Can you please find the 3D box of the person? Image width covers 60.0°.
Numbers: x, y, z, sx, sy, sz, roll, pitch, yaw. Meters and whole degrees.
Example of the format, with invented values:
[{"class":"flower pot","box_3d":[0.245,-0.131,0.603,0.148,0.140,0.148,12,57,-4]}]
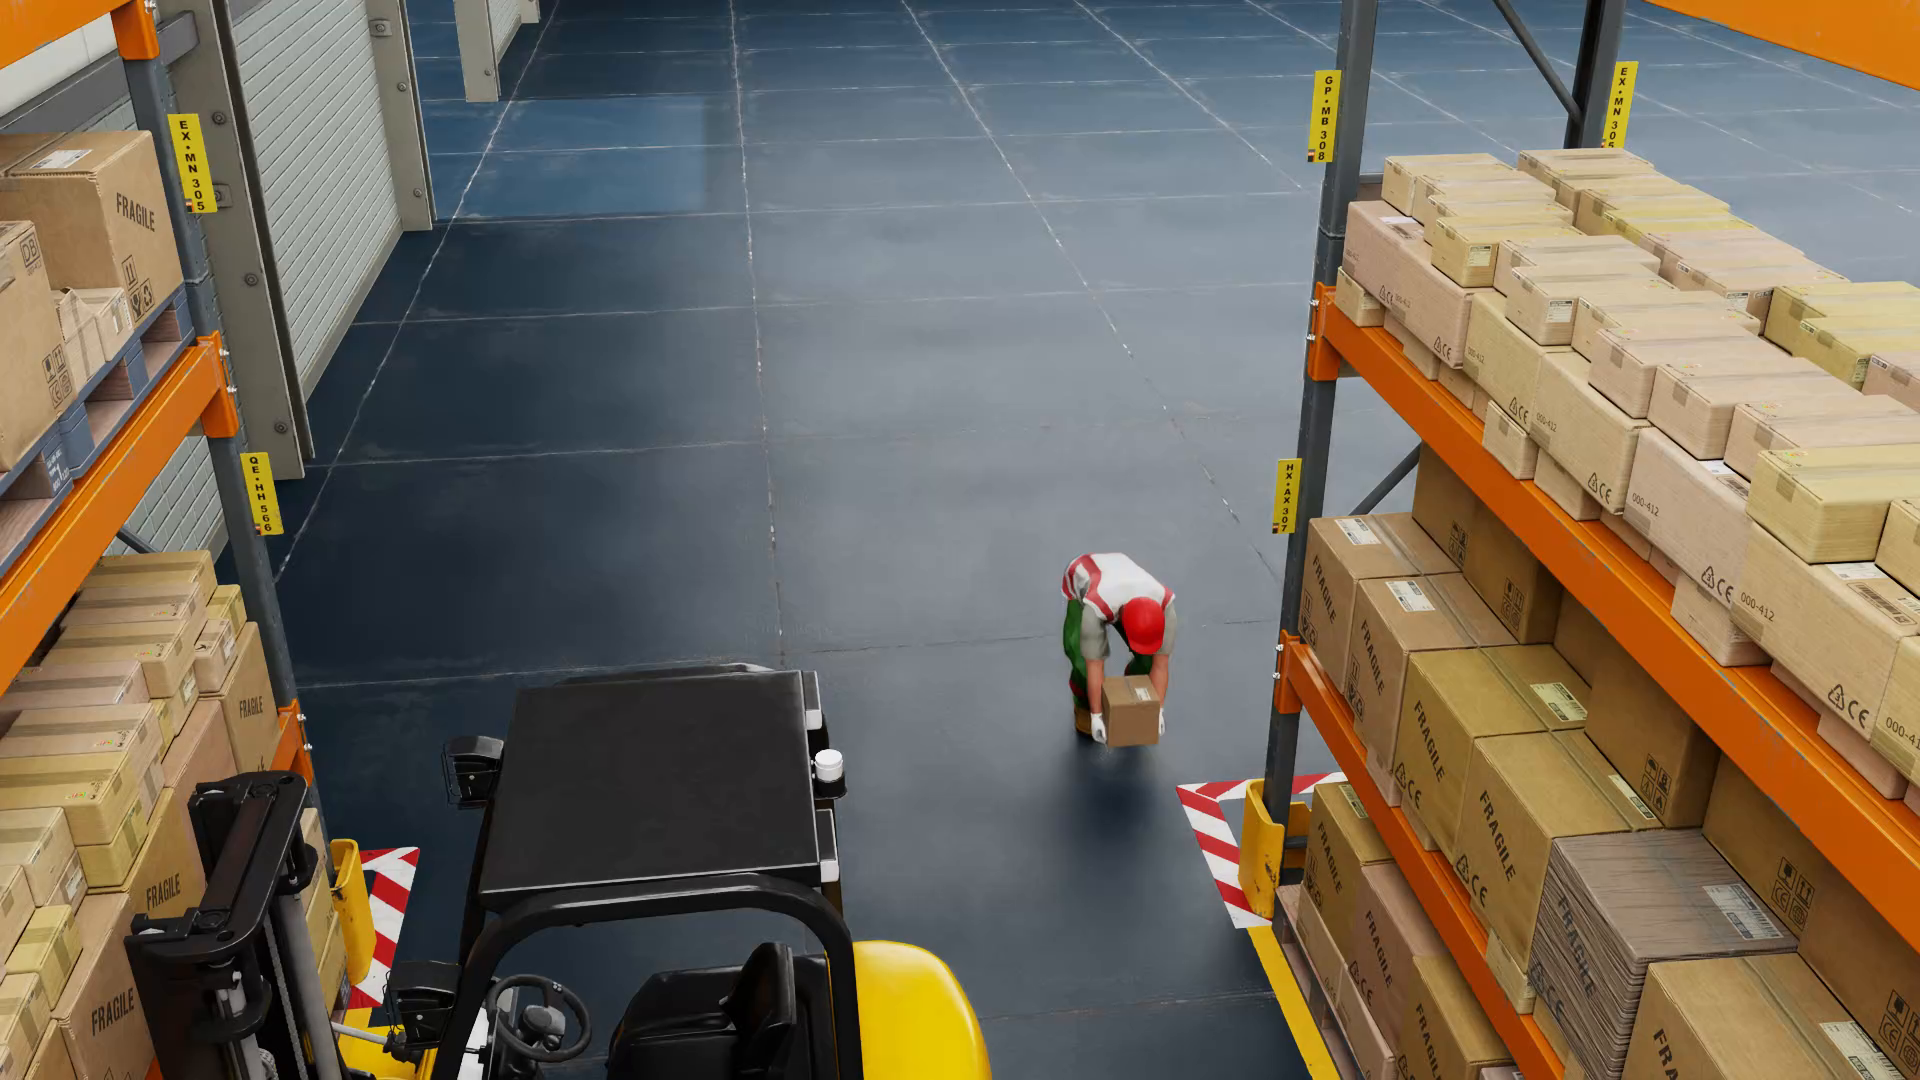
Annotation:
[{"class":"person","box_3d":[0.799,0.557,8.382,0.530,0.986,0.950,-5,27,-9]}]
